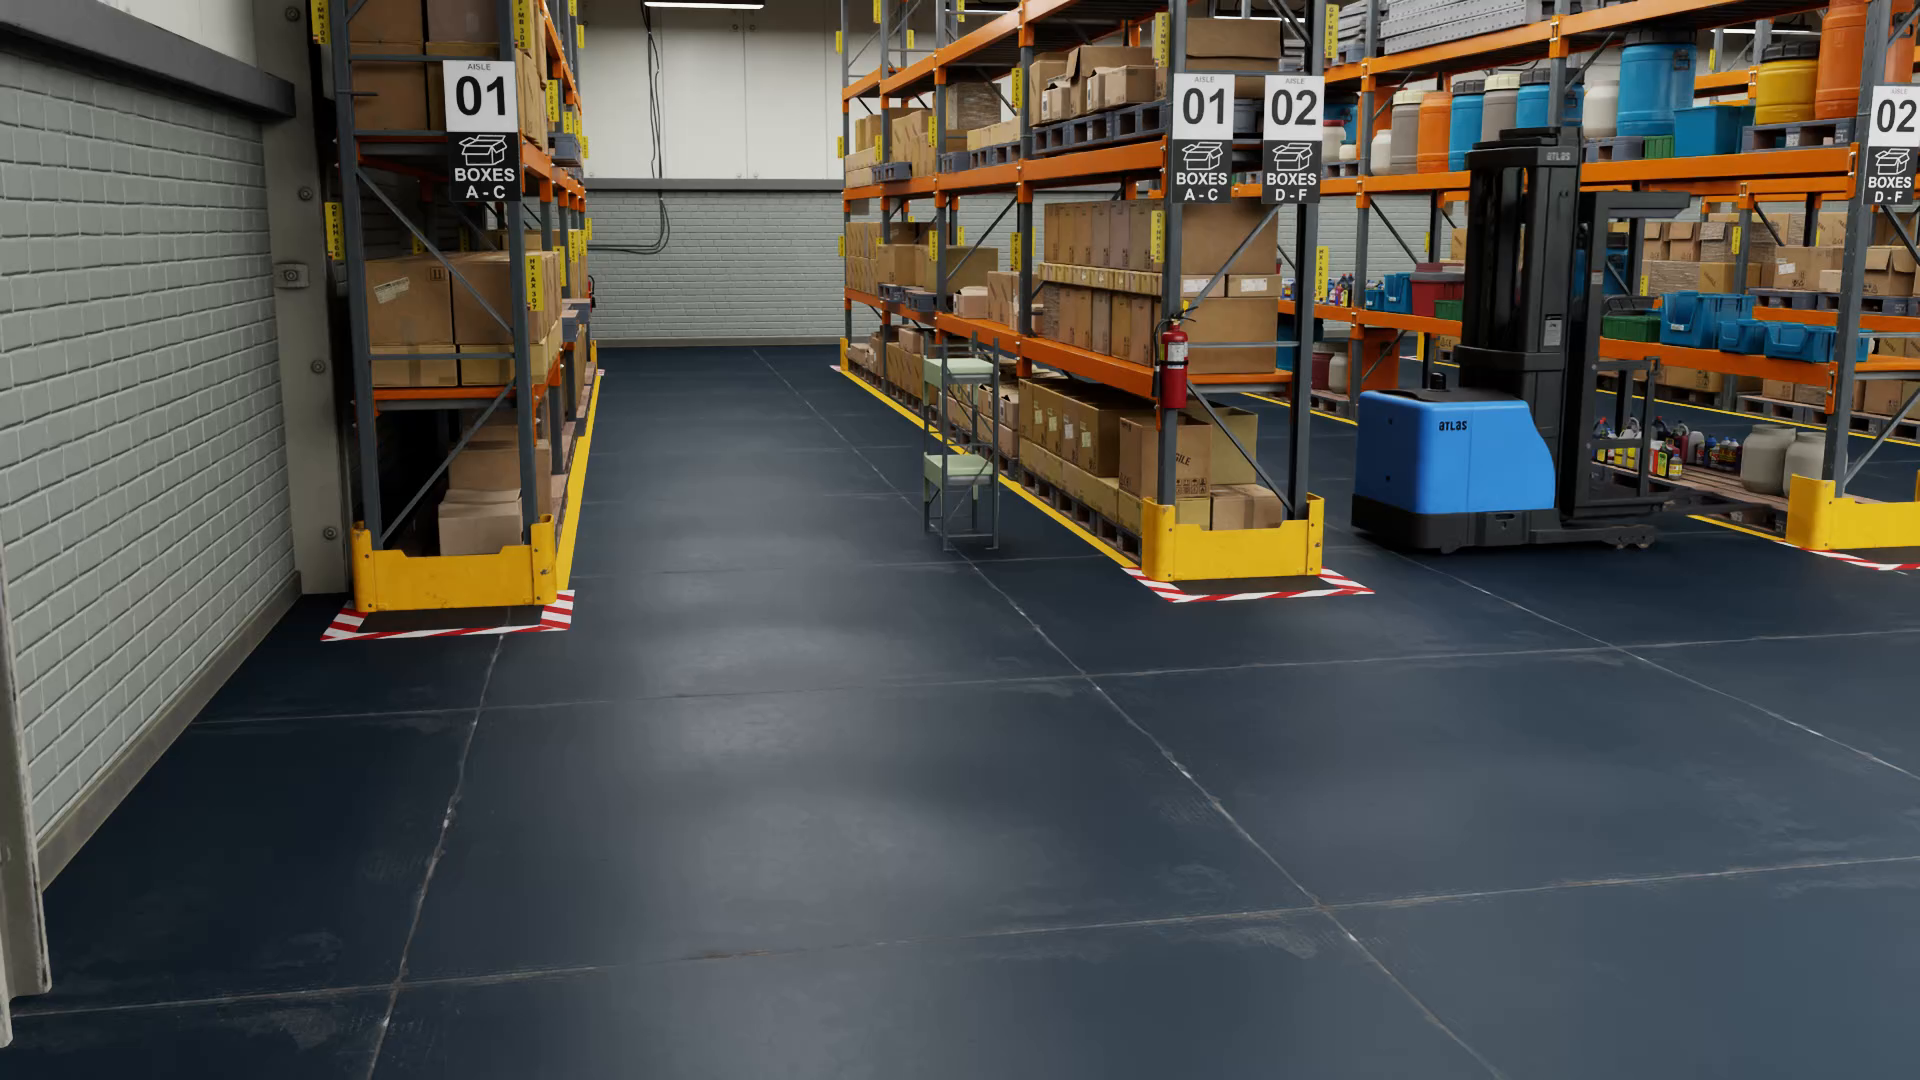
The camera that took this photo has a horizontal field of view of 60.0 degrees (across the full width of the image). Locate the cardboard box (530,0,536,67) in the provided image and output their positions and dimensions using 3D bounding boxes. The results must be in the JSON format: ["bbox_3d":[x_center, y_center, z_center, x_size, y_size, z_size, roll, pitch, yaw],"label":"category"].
[{"bbox_3d":[-3.056,-3.369,10.858,0.500,0.500,0.500,-2,11,-9],"label":"cardboard box"}]

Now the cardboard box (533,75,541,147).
[{"bbox_3d":[-3.180,-2.974,11.455,0.500,0.500,0.500,-1,11,-7],"label":"cardboard box"}]

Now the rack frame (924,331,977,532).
[{"bbox_3d":[-0.070,-0.803,12.403,0.400,1.500,0.023,-2,11,-11],"label":"rack frame"}]

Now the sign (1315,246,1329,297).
[{"bbox_3d":[2.343,-1.743,10.803,0.100,0.325,0.005,-2,11,-11],"label":"sign"}]

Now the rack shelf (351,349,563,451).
[{"bbox_3d":[-3.450,-1.092,11.835,1.077,0.370,4.000,-2,11,-11],"label":"rack shelf"}]

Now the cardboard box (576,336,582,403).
[{"bbox_3d":[-4.795,-1.997,19.290,0.750,0.750,0.750,-2,11,-11],"label":"cardboard box"}]

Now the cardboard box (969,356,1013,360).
[{"bbox_3d":[0.326,-1.904,19.689,0.500,0.500,0.500,-3,11,-13],"label":"cardboard box"}]

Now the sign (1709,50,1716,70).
[{"bbox_3d":[12.756,-8.140,28.189,0.100,0.325,0.005,-2,11,-11],"label":"sign"}]

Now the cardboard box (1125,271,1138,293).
[{"bbox_3d":[1.387,-1.831,11.794,0.380,0.149,0.250,-2,11,-10],"label":"cardboard box"}]

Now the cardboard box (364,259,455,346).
[{"bbox_3d":[-3.361,-1.462,10.196,0.500,0.500,0.500,-2,11,-12],"label":"cardboard box"}]

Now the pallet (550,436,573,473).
[{"bbox_3d":[-4.232,-0.809,15.884,1.003,0.211,1.213,-2,11,-11],"label":"pallet"}]

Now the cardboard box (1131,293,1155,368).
[{"bbox_3d":[1.612,-1.491,11.739,0.700,0.500,0.500,-2,11,-10],"label":"cardboard box"}]

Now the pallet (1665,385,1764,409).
[{"bbox_3d":[9.880,-1.864,21.424,1.003,0.211,1.213,-2,11,-11],"label":"pallet"}]

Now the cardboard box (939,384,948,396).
[{"bbox_3d":[0.055,-1.751,18.104,0.500,0.311,0.500,-2,11,-9],"label":"cardboard box"}]

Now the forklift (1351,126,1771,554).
[{"bbox_3d":[4.490,-1.471,12.084,3.031,2.935,1.130,-3,11,-14],"label":"forklift"}]

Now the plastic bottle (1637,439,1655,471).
[{"bbox_3d":[5.821,-0.710,14.015,0.152,0.276,0.135,-2,11,-13],"label":"plastic bottle"}]

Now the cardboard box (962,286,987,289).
[{"bbox_3d":[0.269,-2.615,18.149,0.500,0.311,0.500,-1,11,-7],"label":"cardboard box"}]

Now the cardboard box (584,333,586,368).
[{"bbox_3d":[-5.841,-2.775,24.315,0.700,0.500,0.500,-2,11,-11],"label":"cardboard box"}]

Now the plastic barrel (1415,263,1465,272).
[{"bbox_3d":[5.489,-2.899,19.040,0.600,0.536,0.708,-2,11,-11],"label":"plastic barrel"}]

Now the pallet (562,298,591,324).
[{"bbox_3d":[-4.374,-2.325,16.901,1.213,0.211,1.003,-2,11,-11],"label":"pallet"}]

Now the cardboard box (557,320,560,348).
[{"bbox_3d":[-3.361,-1.581,12.827,0.500,0.250,0.500,-2,11,-11],"label":"cardboard box"}]

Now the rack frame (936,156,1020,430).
[{"bbox_3d":[0.242,-2.727,18.500,1.000,3.000,0.127,-2,11,-11],"label":"rack frame"}]

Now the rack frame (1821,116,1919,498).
[{"bbox_3d":[6.657,-1.439,11.734,1.000,3.000,0.127,-2,11,-11],"label":"rack frame"}]

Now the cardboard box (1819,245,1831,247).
[{"bbox_3d":[13.595,-4.351,25.969,0.500,0.500,0.500,-2,11,-13],"label":"cardboard box"}]

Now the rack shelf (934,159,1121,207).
[{"bbox_3d":[0.631,-3.480,16.359,1.077,0.370,4.000,-2,11,-11],"label":"rack shelf"}]

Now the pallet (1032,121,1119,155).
[{"bbox_3d":[1.211,-3.268,13.556,1.003,0.211,1.213,-2,11,-11],"label":"pallet"}]

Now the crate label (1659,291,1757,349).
[{"bbox_3d":[6.034,-1.784,13.452,0.502,0.435,0.616,-2,11,-11],"label":"crate label"}]

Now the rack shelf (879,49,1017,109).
[{"bbox_3d":[-0.147,-5.491,19.971,1.077,0.370,4.000,-2,11,-11],"label":"rack shelf"}]

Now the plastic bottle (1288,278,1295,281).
[{"bbox_3d":[4.369,-3.316,21.926,0.152,0.276,0.135,-2,11,-11],"label":"plastic bottle"}]

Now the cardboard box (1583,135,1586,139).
[{"bbox_3d":[8.970,-5.739,24.647,0.700,0.500,0.500,-3,11,-14],"label":"cardboard box"}]

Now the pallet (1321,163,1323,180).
[{"bbox_3d":[4.795,-4.672,21.205,1.003,0.211,1.213,-2,11,-11],"label":"pallet"}]

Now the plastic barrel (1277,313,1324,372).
[{"bbox_3d":[4.550,-2.585,22.244,0.600,0.901,0.708,-2,11,-11],"label":"plastic barrel"}]

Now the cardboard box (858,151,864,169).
[{"bbox_3d":[-1.183,-5.460,23.904,0.500,0.250,0.500,-2,11,-11],"label":"cardboard box"}]

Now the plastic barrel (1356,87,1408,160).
[{"bbox_3d":[4.994,-4.901,19.630,0.600,0.830,0.708,-2,11,-11],"label":"plastic barrel"}]

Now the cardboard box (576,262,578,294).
[{"bbox_3d":[-4.757,-3.132,19.513,0.500,0.500,0.500,-2,11,-9],"label":"cardboard box"}]

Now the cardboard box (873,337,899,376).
[{"bbox_3d":[-0.925,-2.543,23.041,0.500,0.500,0.500,-2,11,-11],"label":"cardboard box"}]

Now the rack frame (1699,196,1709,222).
[{"bbox_3d":[13.288,-4.715,28.948,1.000,3.000,0.127,-2,11,-11],"label":"rack frame"}]

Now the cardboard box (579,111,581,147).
[{"bbox_3d":[-5.566,-5.725,23.235,0.500,0.500,0.500,-3,11,-14],"label":"cardboard box"}]

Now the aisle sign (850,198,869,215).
[{"bbox_3d":[-1.616,-5.473,25.975,0.394,0.787,0.004,-2,11,-11],"label":"aisle sign"}]

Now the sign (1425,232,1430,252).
[{"bbox_3d":[7.858,-4.999,27.909,0.100,0.325,0.005,-2,11,-11],"label":"sign"}]

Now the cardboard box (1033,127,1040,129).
[{"bbox_3d":[0.909,-3.713,14.935,0.500,0.250,0.500,-1,11,-5],"label":"cardboard box"}]

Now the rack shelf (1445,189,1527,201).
[{"bbox_3d":[8.793,-5.307,25.957,1.077,0.370,4.000,-2,11,-11],"label":"rack shelf"}]

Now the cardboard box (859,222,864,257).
[{"bbox_3d":[-1.185,-4.363,24.153,0.500,0.500,0.500,-2,11,-12],"label":"cardboard box"}]

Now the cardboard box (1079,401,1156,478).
[{"bbox_3d":[1.192,-0.754,12.359,0.500,0.500,0.500,-2,11,-11],"label":"cardboard box"}]

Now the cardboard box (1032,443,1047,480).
[{"bbox_3d":[0.905,-0.661,13.875,0.500,0.250,0.500,-2,11,-11],"label":"cardboard box"}]

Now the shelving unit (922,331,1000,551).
[{"bbox_3d":[0.001,-0.736,12.050,0.431,1.500,0.755,-2,11,-11],"label":"shelving unit"}]

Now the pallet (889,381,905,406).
[{"bbox_3d":[-0.341,-1.943,21.838,1.003,0.211,1.213,-2,11,-11],"label":"pallet"}]

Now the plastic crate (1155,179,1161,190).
[{"bbox_3d":[3.347,-5.702,26.459,0.497,0.269,0.590,-2,11,-11],"label":"plastic crate"}]

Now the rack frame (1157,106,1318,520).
[{"bbox_3d":[1.798,-1.259,10.791,1.000,3.000,0.127,-2,11,-11],"label":"rack frame"}]

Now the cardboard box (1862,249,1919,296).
[{"bbox_3d":[10.310,-2.924,18.138,0.797,0.503,0.637,-1,11,-5],"label":"cardboard box"}]

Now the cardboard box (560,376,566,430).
[{"bbox_3d":[-4.426,-1.404,17.058,0.700,0.500,0.500,-2,11,-10],"label":"cardboard box"}]

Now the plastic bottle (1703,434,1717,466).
[{"bbox_3d":[6.485,-0.777,14.376,0.097,0.271,0.097,0,11,0],"label":"plastic bottle"}]

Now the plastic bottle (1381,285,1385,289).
[{"bbox_3d":[5.244,-3.021,20.379,0.152,0.276,0.135,-2,11,-11],"label":"plastic bottle"}]

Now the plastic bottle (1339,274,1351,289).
[{"bbox_3d":[4.914,-3.227,21.258,0.144,0.351,0.185,-2,11,-11],"label":"plastic bottle"}]

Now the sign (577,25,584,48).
[{"bbox_3d":[-5.638,-7.475,24.693,0.100,0.325,0.005,-2,11,-11],"label":"sign"}]

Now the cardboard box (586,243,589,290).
[{"bbox_3d":[-6.064,-4.067,24.741,0.980,0.700,0.700,-2,11,-8],"label":"cardboard box"}]

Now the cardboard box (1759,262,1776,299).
[{"bbox_3d":[10.132,-3.234,20.900,0.500,0.500,0.500,-2,11,-9],"label":"cardboard box"}]
